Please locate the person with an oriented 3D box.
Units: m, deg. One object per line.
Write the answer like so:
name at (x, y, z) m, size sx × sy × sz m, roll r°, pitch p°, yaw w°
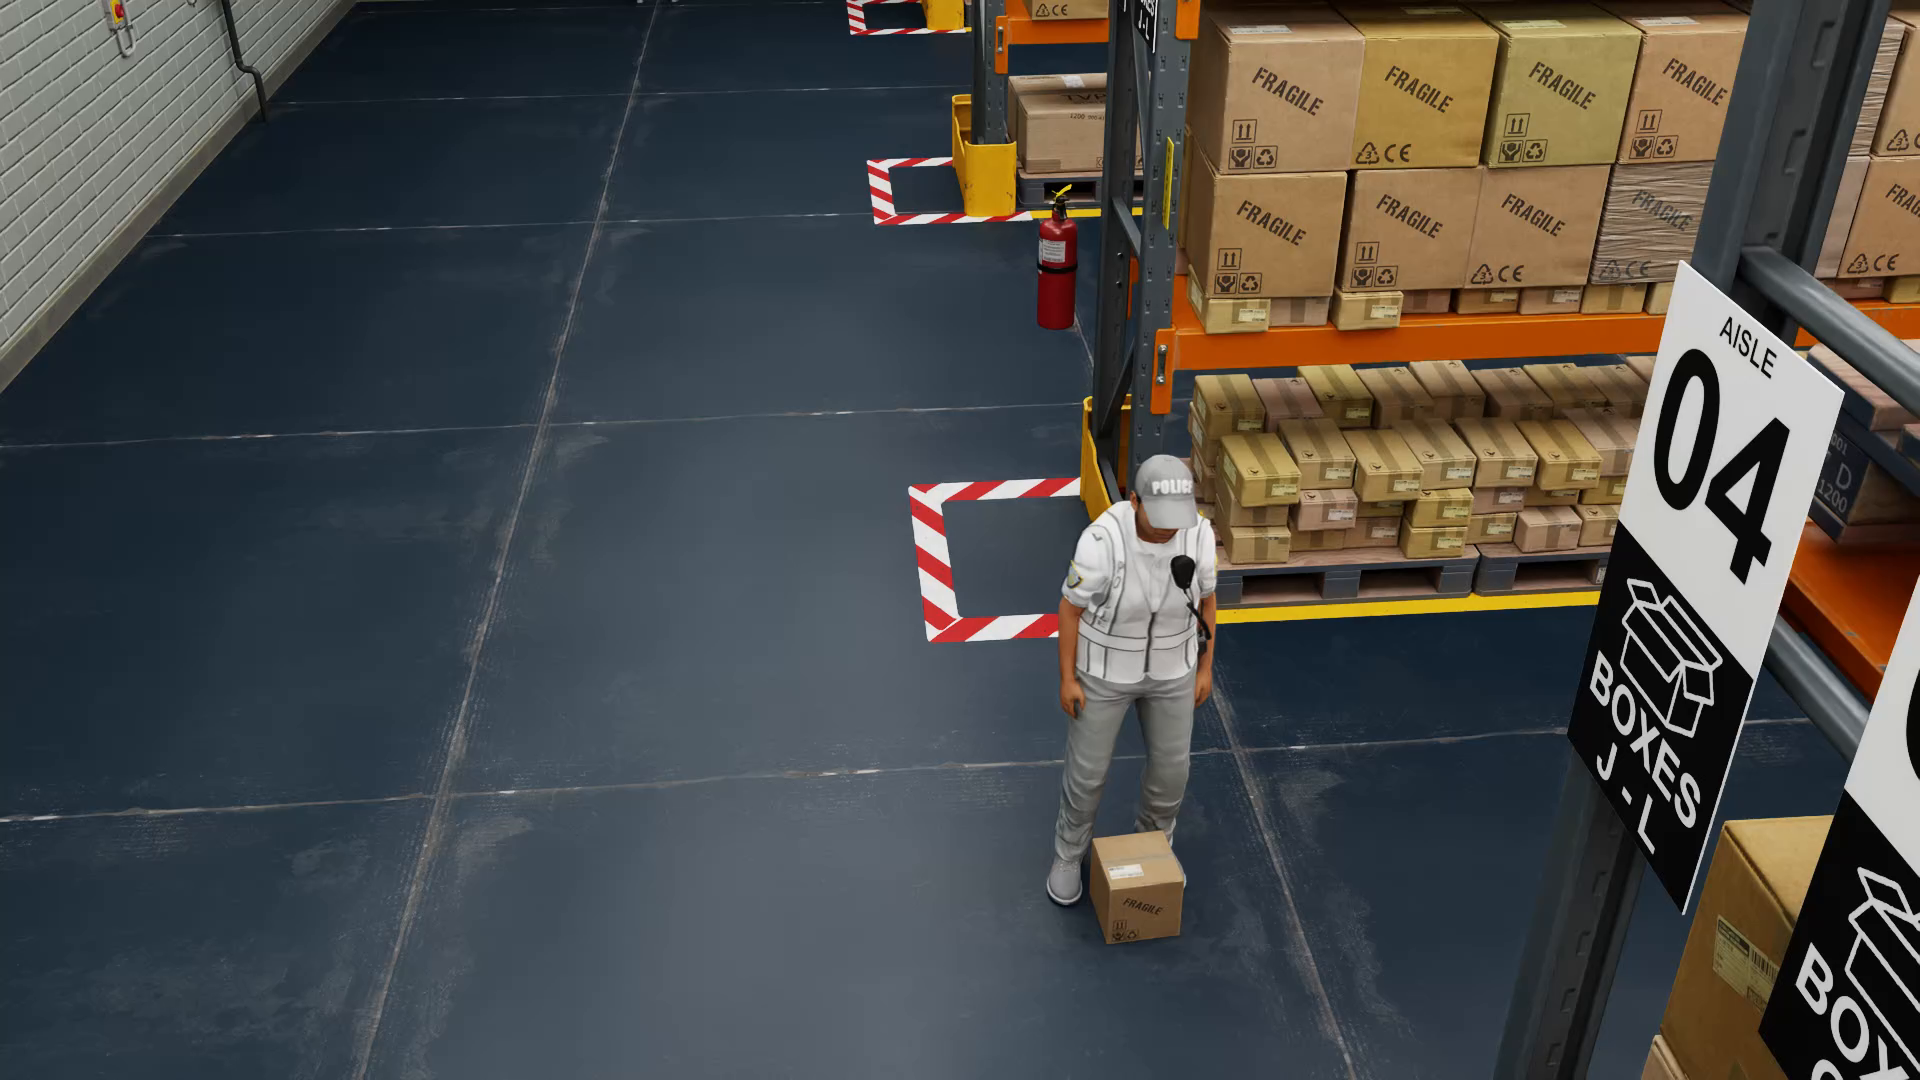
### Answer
person at (0.563, 0.444, 5.398) m, size 0.554 × 1.665 × 0.468 m, roll -4°, pitch 32°, yaw -7°
